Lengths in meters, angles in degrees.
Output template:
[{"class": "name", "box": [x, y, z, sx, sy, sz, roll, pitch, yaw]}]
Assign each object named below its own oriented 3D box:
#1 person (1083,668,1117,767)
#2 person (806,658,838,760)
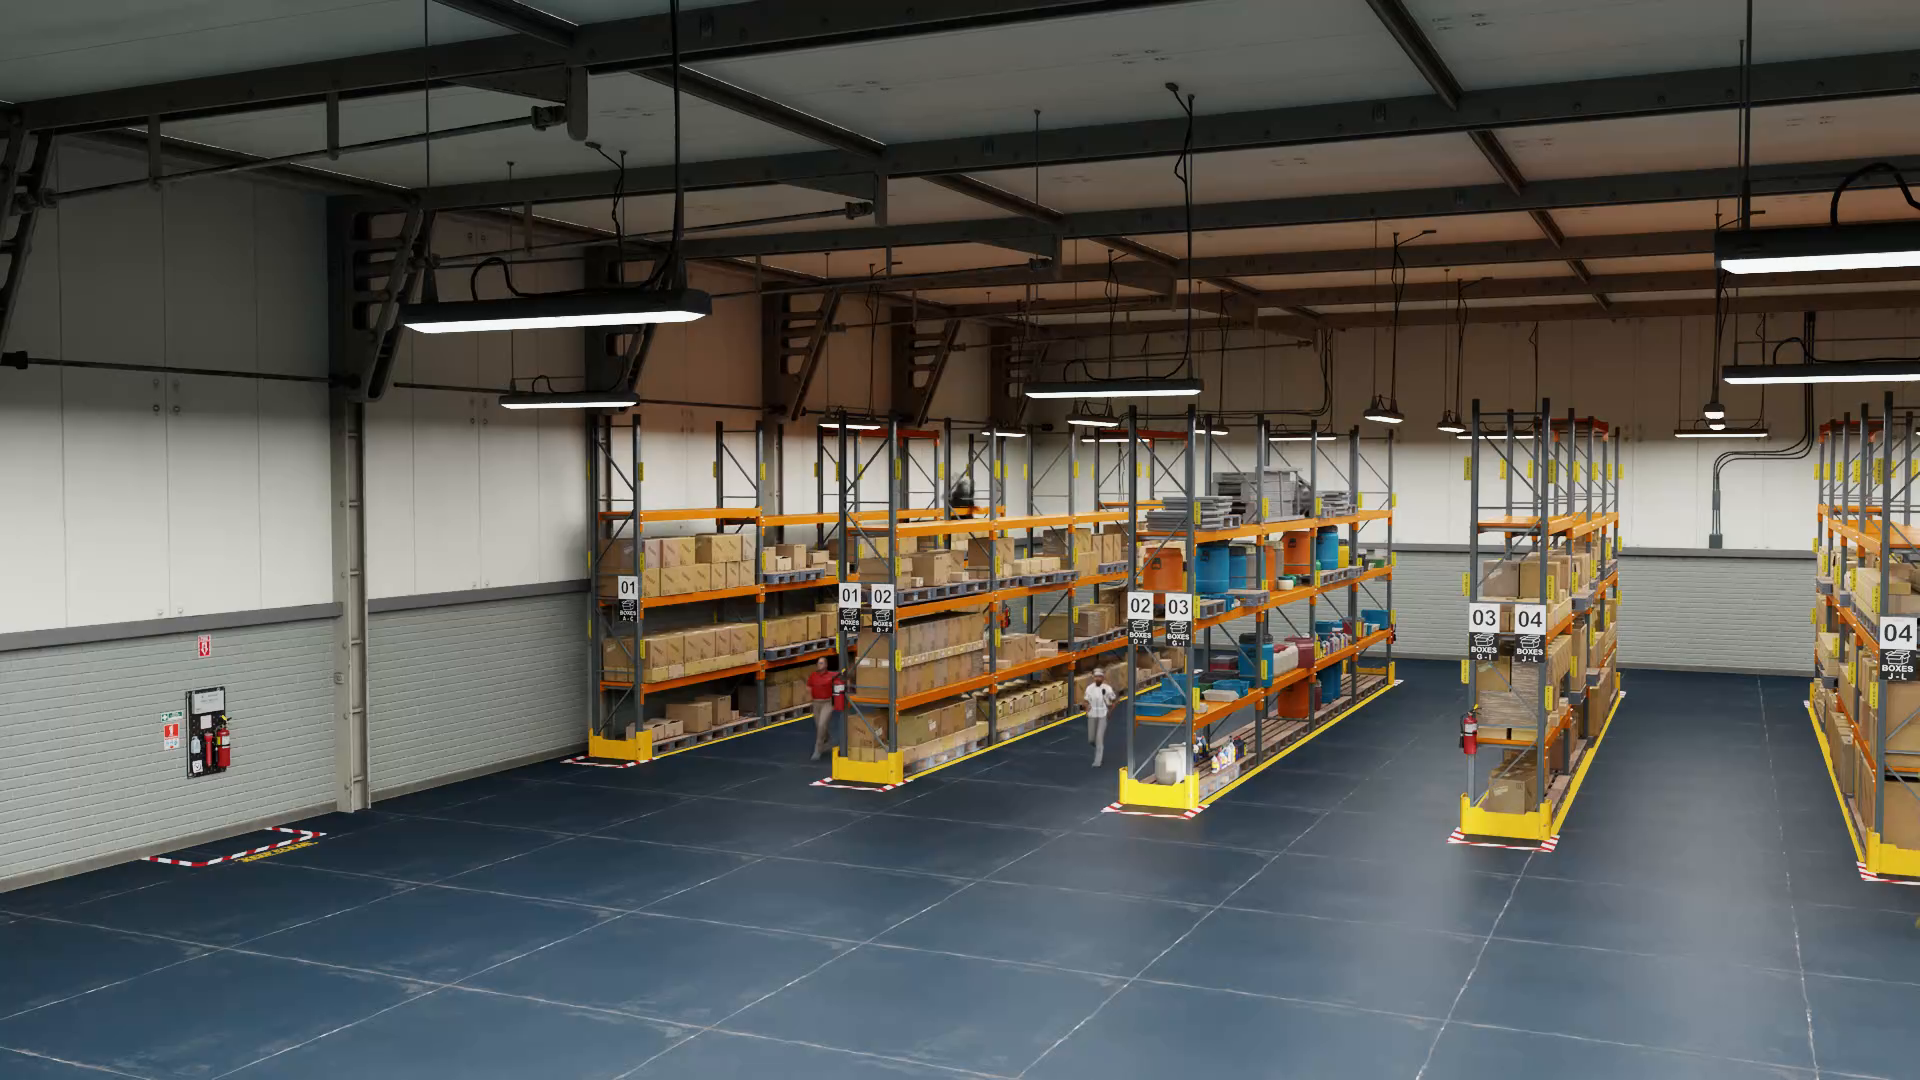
[{"class": "person", "box": [2.376, 3.003, 28.322, 0.578, 1.664, 0.684, 1, 2, 17]}, {"class": "person", "box": [-2.418, 2.929, 29.184, 0.671, 1.708, 1.036, 1, 3, 25]}]
